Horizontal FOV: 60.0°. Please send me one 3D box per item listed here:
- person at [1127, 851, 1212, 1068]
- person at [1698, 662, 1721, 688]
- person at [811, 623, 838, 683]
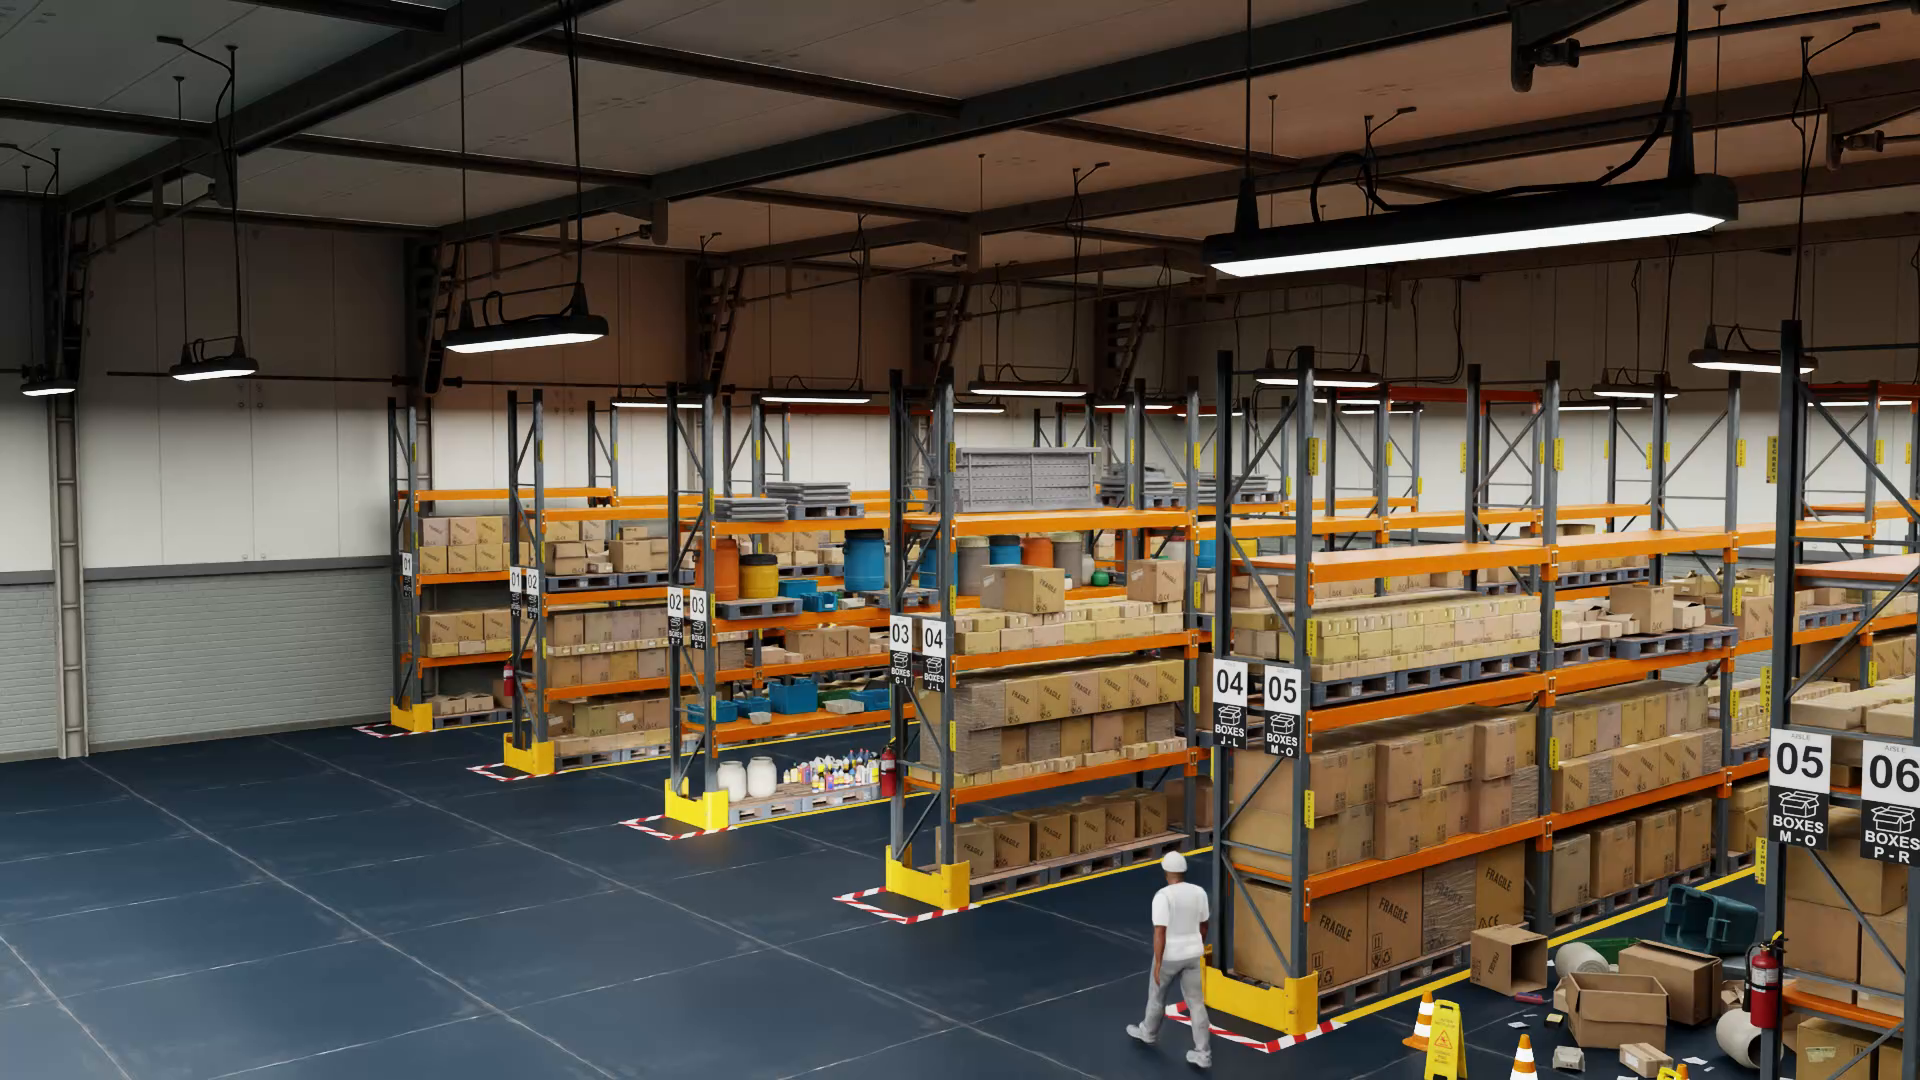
[{"bbox_3d":[1.809,3.467,14.008,0.617,1.698,1.032,-1,4,-23],"label":"person"},{"bbox_3d":[11.943,2.783,26.501,0.481,1.673,0.407,1,3,13],"label":"person"},{"bbox_3d":[-2.808,2.325,33.899,0.600,1.765,0.782,2,4,27],"label":"person"}]
